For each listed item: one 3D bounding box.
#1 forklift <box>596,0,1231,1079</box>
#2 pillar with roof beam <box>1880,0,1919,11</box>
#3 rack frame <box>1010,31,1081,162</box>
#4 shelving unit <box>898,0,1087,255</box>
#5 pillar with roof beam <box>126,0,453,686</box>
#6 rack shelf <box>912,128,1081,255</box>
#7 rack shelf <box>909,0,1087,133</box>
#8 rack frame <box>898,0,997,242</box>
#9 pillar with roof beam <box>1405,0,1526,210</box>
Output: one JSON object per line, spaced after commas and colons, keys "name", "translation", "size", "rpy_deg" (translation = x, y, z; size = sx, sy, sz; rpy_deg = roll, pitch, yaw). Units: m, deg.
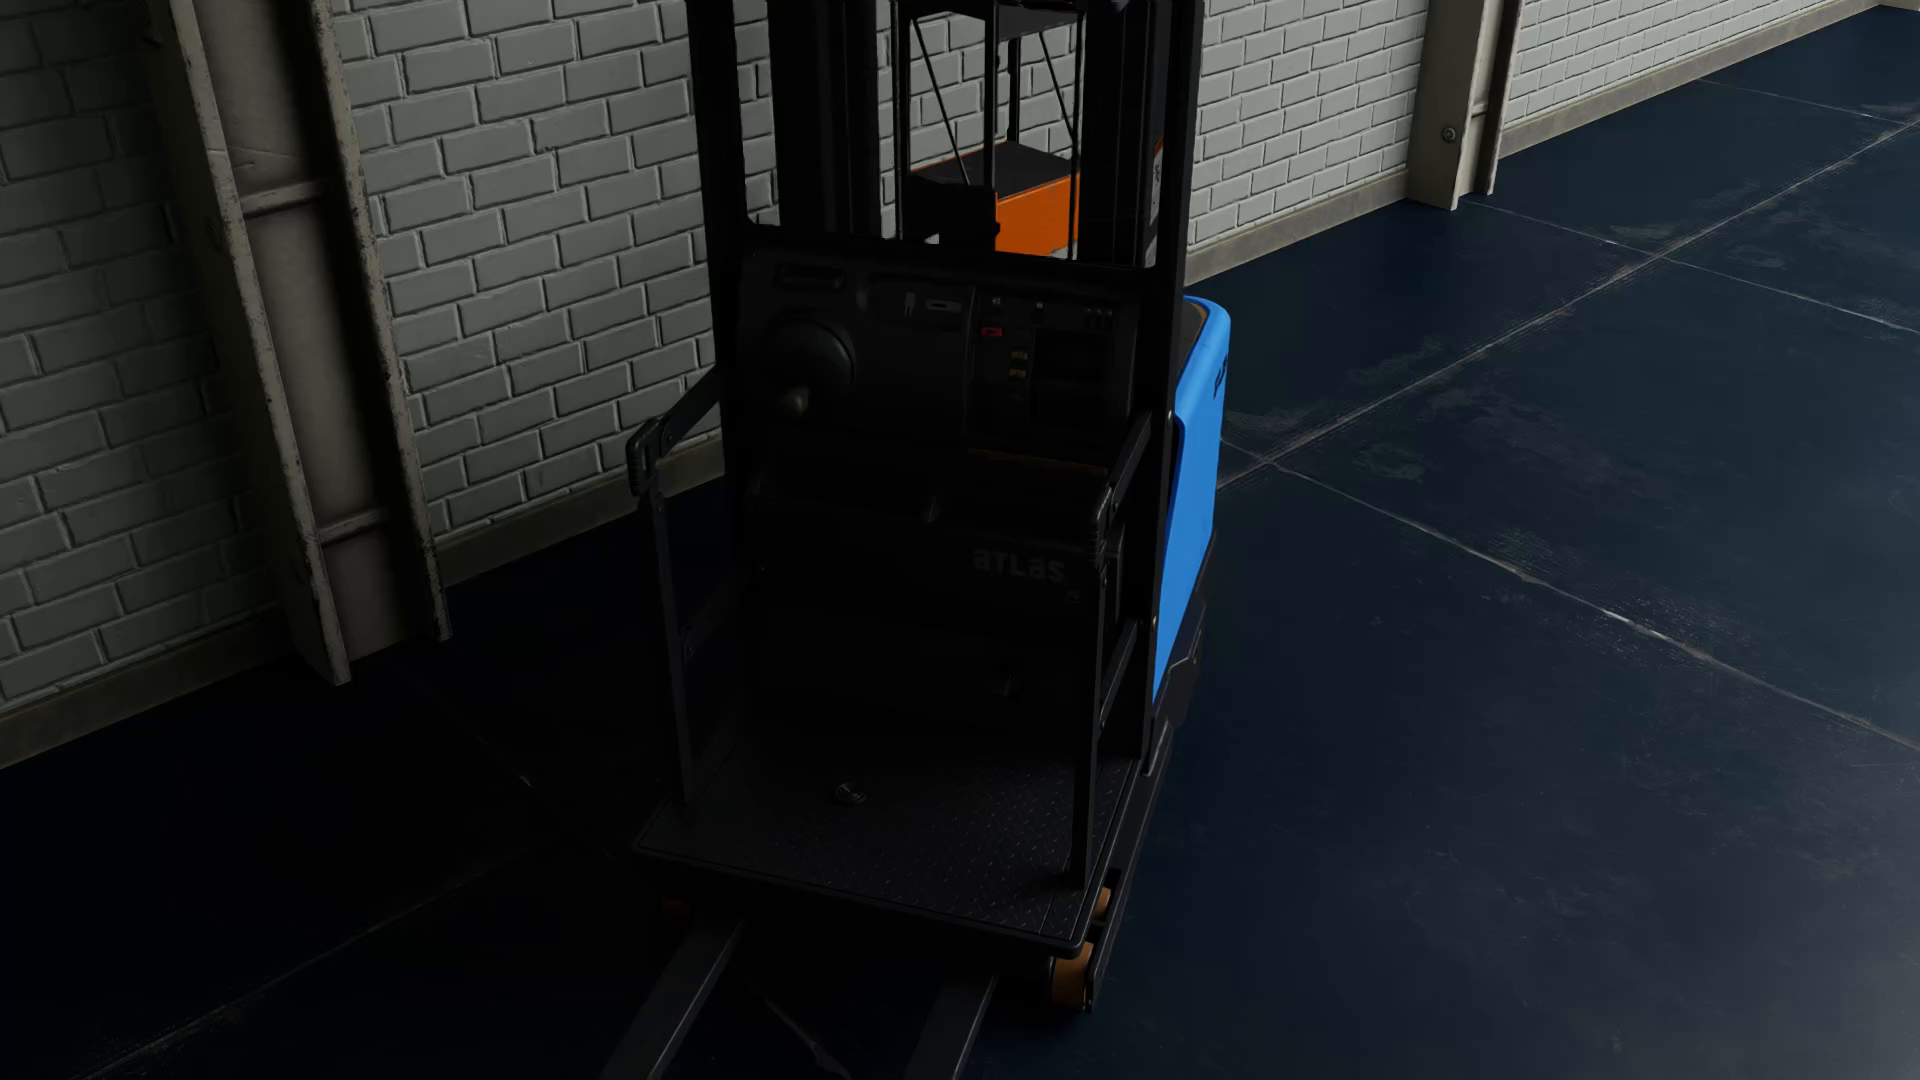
{"name": "forklift", "translation": [-0.122, -0.376, 3.556], "size": [1.130, 2.935, 3.031], "rpy_deg": [9, 33, 15]}
{"name": "pillar with roof beam", "translation": [9.877, -6.133, 7.154], "size": [0.400, 9.000, 9.100], "rpy_deg": [-26, 40, -35]}
{"name": "rack frame", "translation": [0.309, -1.079, 5.502], "size": [0.015, 2.100, 0.400], "rpy_deg": [-27, 41, -37]}
{"name": "shelving unit", "translation": [0.135, -0.990, 5.357], "size": [0.503, 2.100, 0.431], "rpy_deg": [-27, 41, -37]}
{"name": "pillar with roof beam", "translation": [1.078, -1.877, 0.193], "size": [0.400, 9.000, 9.100], "rpy_deg": [-26, 40, -35]}
{"name": "rack shelf", "translation": [0.135, -0.979, 5.364], "size": [0.480, 0.518, 0.431], "rpy_deg": [-27, 41, -37]}
{"name": "rack shelf", "translation": [0.135, -1.576, 4.998], "size": [0.480, 0.518, 0.431], "rpy_deg": [-27, 41, -37]}
{"name": "rack frame", "translation": [-0.039, -0.901, 5.211], "size": [0.015, 2.100, 0.400], "rpy_deg": [-27, 41, -37]}
{"name": "pillar with roof beam", "translation": [5.478, -4.005, 3.674], "size": [0.400, 9.000, 9.100], "rpy_deg": [-26, 40, -35]}
